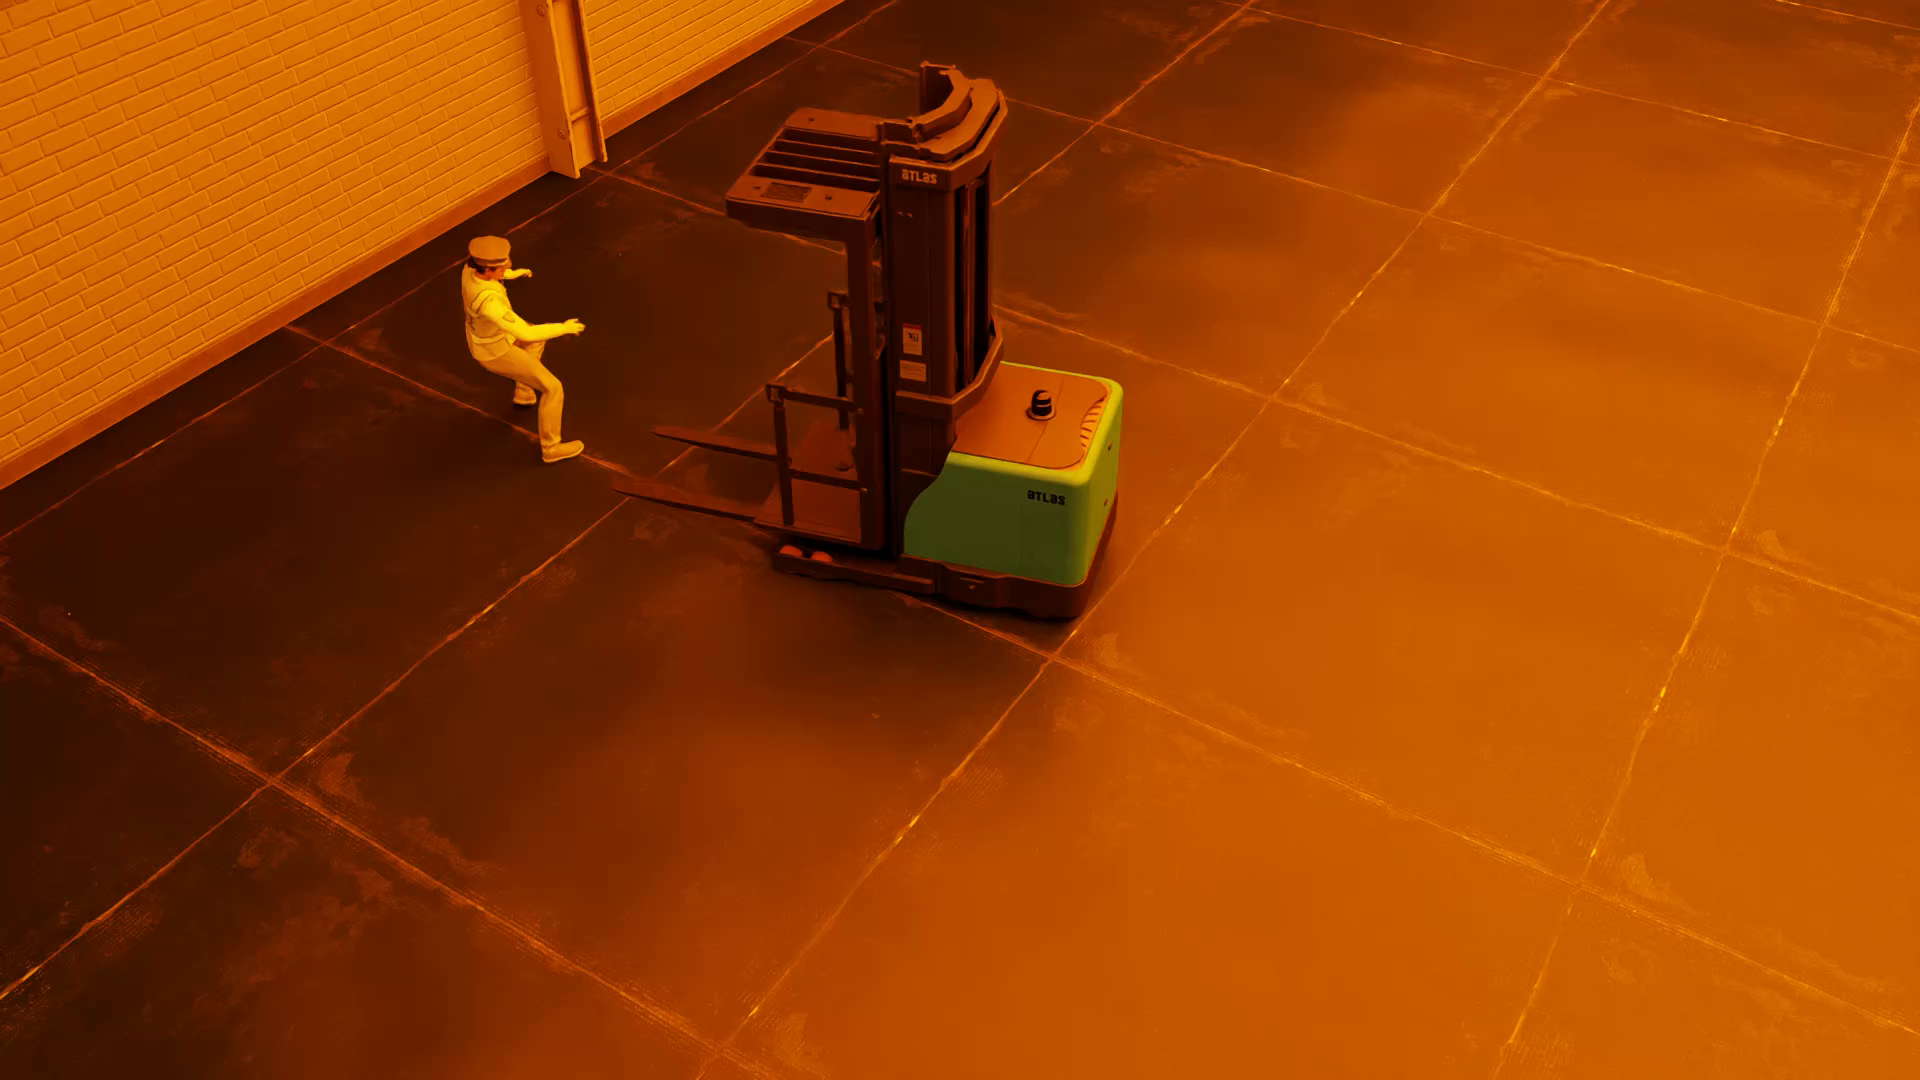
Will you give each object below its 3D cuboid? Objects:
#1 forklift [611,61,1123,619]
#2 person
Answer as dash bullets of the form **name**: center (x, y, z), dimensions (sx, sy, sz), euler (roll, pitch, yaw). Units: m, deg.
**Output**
- **forklift**: center (-0.614, -1.200, 9.383), dimensions (3.031, 2.935, 1.130), euler (11, 41, 12)
- **person**: center (-2.799, -1.327, 10.660), dimensions (0.696, 1.468, 0.894), euler (-17, 43, -19)
